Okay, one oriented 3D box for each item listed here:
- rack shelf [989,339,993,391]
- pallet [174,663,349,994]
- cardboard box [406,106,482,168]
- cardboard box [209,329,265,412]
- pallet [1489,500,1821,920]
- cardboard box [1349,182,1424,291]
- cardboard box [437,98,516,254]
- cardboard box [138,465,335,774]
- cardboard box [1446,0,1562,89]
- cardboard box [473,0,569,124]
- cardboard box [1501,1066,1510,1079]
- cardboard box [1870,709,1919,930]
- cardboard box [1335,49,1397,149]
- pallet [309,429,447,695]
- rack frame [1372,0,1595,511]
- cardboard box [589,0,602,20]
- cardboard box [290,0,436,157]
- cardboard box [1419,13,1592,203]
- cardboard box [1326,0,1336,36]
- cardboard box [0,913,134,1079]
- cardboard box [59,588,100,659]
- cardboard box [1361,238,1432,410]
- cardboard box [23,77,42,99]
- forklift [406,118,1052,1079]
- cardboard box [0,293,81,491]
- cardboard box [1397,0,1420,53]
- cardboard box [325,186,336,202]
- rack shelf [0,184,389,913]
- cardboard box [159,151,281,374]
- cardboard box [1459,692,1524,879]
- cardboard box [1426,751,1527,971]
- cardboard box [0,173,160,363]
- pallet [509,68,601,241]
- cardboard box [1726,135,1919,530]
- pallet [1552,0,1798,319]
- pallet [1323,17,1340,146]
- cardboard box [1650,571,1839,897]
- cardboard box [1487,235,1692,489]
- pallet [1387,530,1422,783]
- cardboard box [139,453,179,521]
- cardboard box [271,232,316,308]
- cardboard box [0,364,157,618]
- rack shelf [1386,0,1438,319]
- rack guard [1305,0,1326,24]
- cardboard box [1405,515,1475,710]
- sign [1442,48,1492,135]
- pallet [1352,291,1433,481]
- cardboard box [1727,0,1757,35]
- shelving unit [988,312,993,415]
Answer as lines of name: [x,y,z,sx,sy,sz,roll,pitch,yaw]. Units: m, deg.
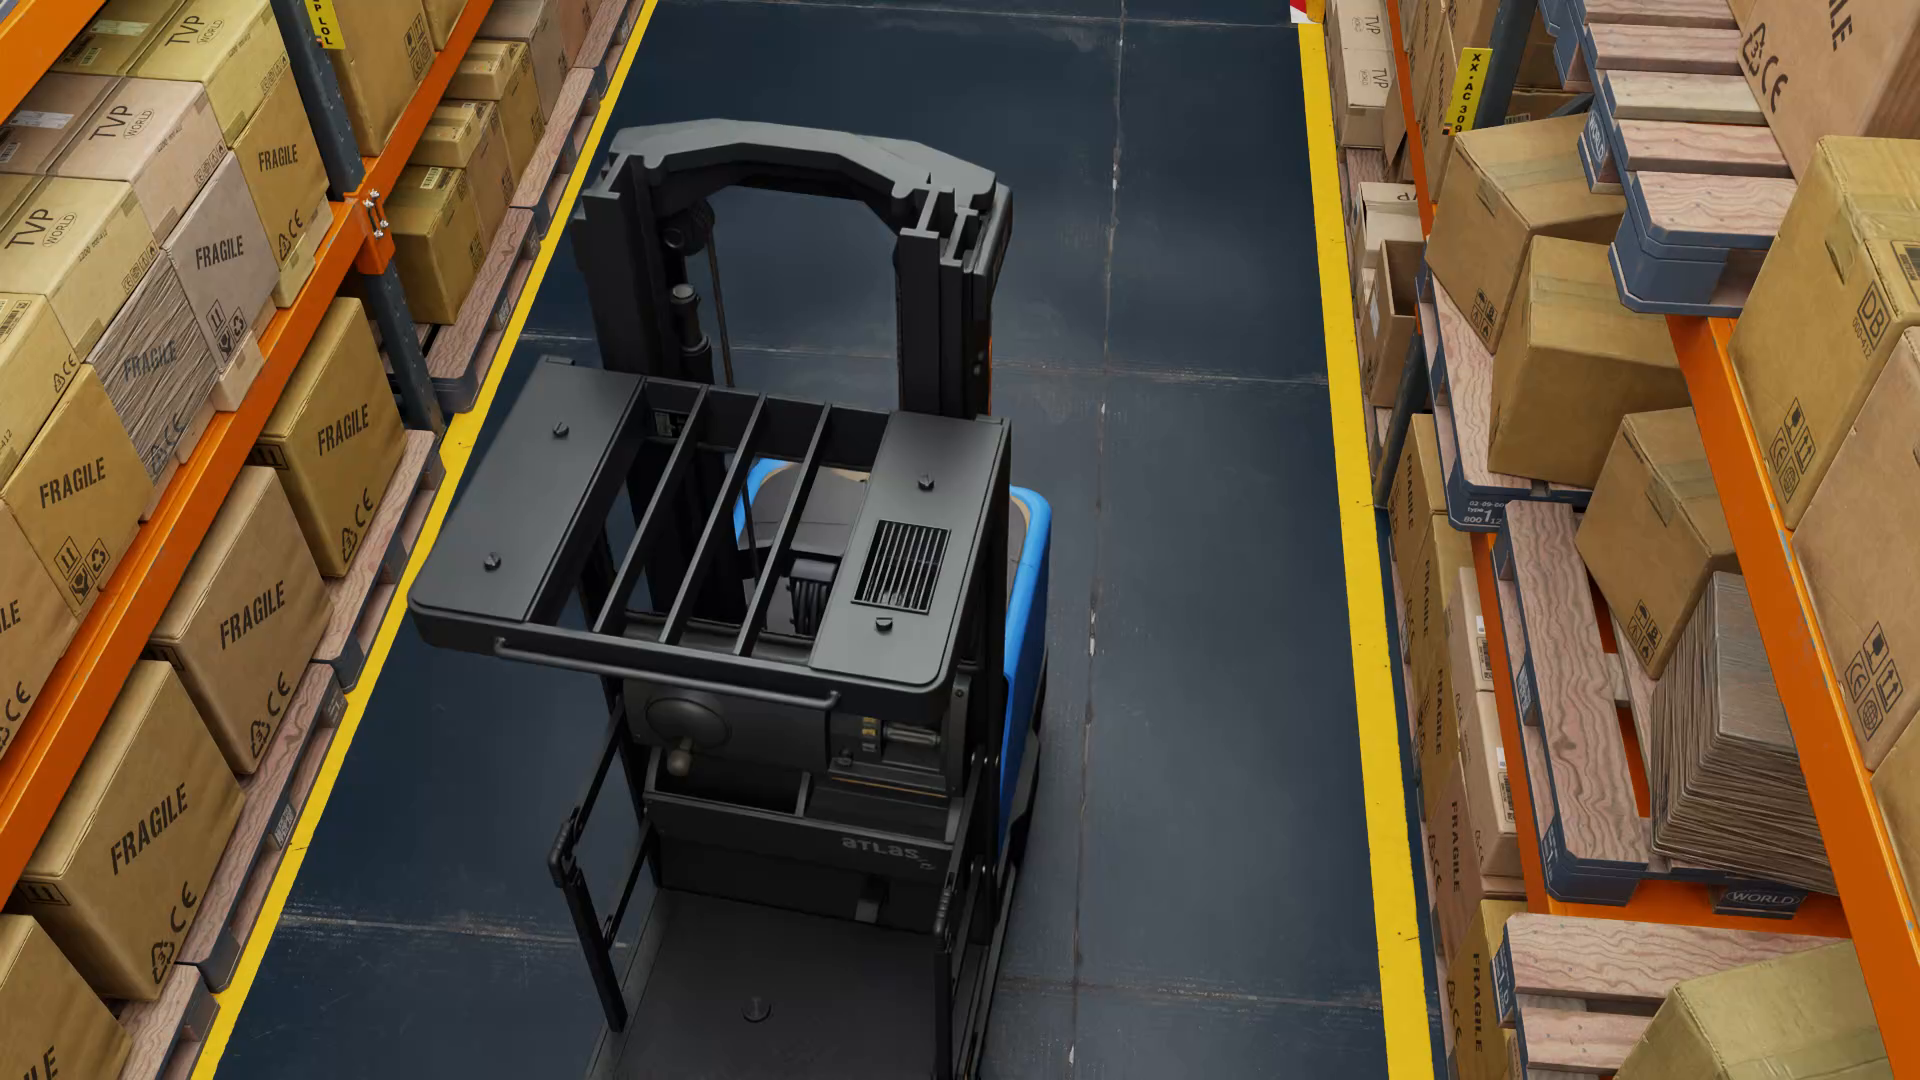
rack shelf: [0.005,-0.578,6.197,0.215,0.259,0.240,4,48,4]
pallet: [-2.824,0.932,5.755,1.003,0.211,1.213,4,48,4]
cardboard box: [-2.337,-1.779,7.315,0.380,0.149,0.250,5,48,5]
cardboard box: [-2.503,-0.562,5.388,0.380,0.149,0.250,4,48,4]
pallet: [2.021,0.425,4.459,1.003,0.211,1.213,4,48,4]
cardboard box: [2.051,-1.380,7.503,0.500,0.311,0.500,4,48,4]
cardboard box: [-2.501,-1.690,7.672,0.700,0.500,0.500,3,48,3]
cardboard box: [-2.728,0.243,5.667,0.750,0.750,0.750,5,48,5]
cardboard box: [2.001,-1.910,5.719,0.500,0.500,0.500,4,48,4]
cardboard box: [-2.411,-2.459,8.376,0.700,0.500,0.500,2,48,2]
cardboard box: [1.700,1.781,4.484,0.500,0.500,0.500,6,48,5]
cardboard box: [1.855,0.420,2.232,0.910,0.500,0.500,4,48,4]
cardboard box: [2.154,-2.195,8.290,0.500,0.250,0.500,4,48,4]
pallet: [-2.716,0.033,6.577,1.003,0.211,1.213,4,48,4]
rack frame: [2.213,-1.150,5.769,1.000,3.000,0.127,4,48,4]
cardboard box: [-2.320,-3.197,9.050,0.700,0.500,0.500,4,48,4]
cardboard box: [-2.655,-1.979,6.324,0.980,0.700,0.700,5,48,4]
cardboard box: [2.003,-1.568,6.084,0.500,0.500,0.500,5,48,4]
cardboard box: [2.174,-2.813,8.912,0.380,0.166,0.250,4,48,4]
cardboard box: [-2.887,1.511,4.507,0.750,0.750,0.750,3,48,3]
cardboard box: [-2.695,0.183,4.707,0.380,0.149,0.250,4,48,4]
cardboard box: [1.982,-0.893,6.929,0.500,0.500,0.500,4,48,4]
cardboard box: [-3.063,-1.169,4.995,0.500,0.250,0.500,4,48,4]
forklift: [-0.478,0.572,4.241,1.130,2.935,3.031,8,48,8]
cardboard box: [-2.657,-0.390,4.282,0.500,0.250,0.500,3,48,3]
cardboard box: [2.093,-2.325,6.776,0.500,0.500,0.500,5,48,4]
cardboard box: [-2.761,-1.447,7.010,0.380,0.149,0.250,4,48,3]
rack shelf: [-2.903,0.232,4.993,1.077,0.370,4.000,4,48,4]
cardboard box: [-2.548,-0.890,5.248,0.500,0.500,0.500,4,48,4]
cardboard box: [1.790,0.735,4.933,0.500,0.250,0.500,3,48,3]
cardboard box: [1.789,1.015,5.185,0.500,0.500,0.500,2,48,2]
cardboard box: [-2.611,-0.764,4.625,0.500,0.250,0.500,5,48,4]
pallet: [-2.465,-1.992,8.429,1.003,0.211,1.213,4,48,4]
cardboard box: [1.949,-0.337,2.924,0.910,0.500,0.500,4,48,4]
pallet: [1.992,-0.862,3.600,1.213,0.211,1.003,4,48,4]
pallet: [2.499,-2.506,8.900,1.003,0.211,1.213,4,48,4]
cardboard box: [2.067,0.484,3.922,0.700,0.500,0.500,12,49,11]
cardboard box: [1.948,-0.483,4.807,0.700,0.500,0.500,11,48,10]
pallet: [2.177,0.391,6.249,1.003,0.211,1.213,4,48,4]
cardboard box: [-2.629,-0.204,5.061,0.380,0.149,0.250,3,48,2]
cardboard box: [-2.469,-0.948,5.741,0.380,0.149,0.250,5,48,4]
cardboard box: [-2.643,-0.154,4.575,0.500,0.500,0.500,5,48,5]
rack shelf: [2.395,-2.377,7.379,1.077,0.370,4.000,4,48,4]
rack guard: [2.571,-3.190,9.329,1.175,0.500,0.348,4,48,4]
cardboard box: [1.889,0.277,5.860,0.500,0.500,0.500,4,48,4]
sign: [1.672,-1.473,5.478,0.100,0.325,0.005,4,48,4]
pallet: [2.277,-0.713,7.260,1.003,0.211,1.213,4,48,4]
cardboard box: [2.055,-1.514,3.649,0.600,0.600,0.600,3,48,3]
shelving unit: [0.005,-0.394,6.399,0.215,1.050,0.252,4,48,4]
